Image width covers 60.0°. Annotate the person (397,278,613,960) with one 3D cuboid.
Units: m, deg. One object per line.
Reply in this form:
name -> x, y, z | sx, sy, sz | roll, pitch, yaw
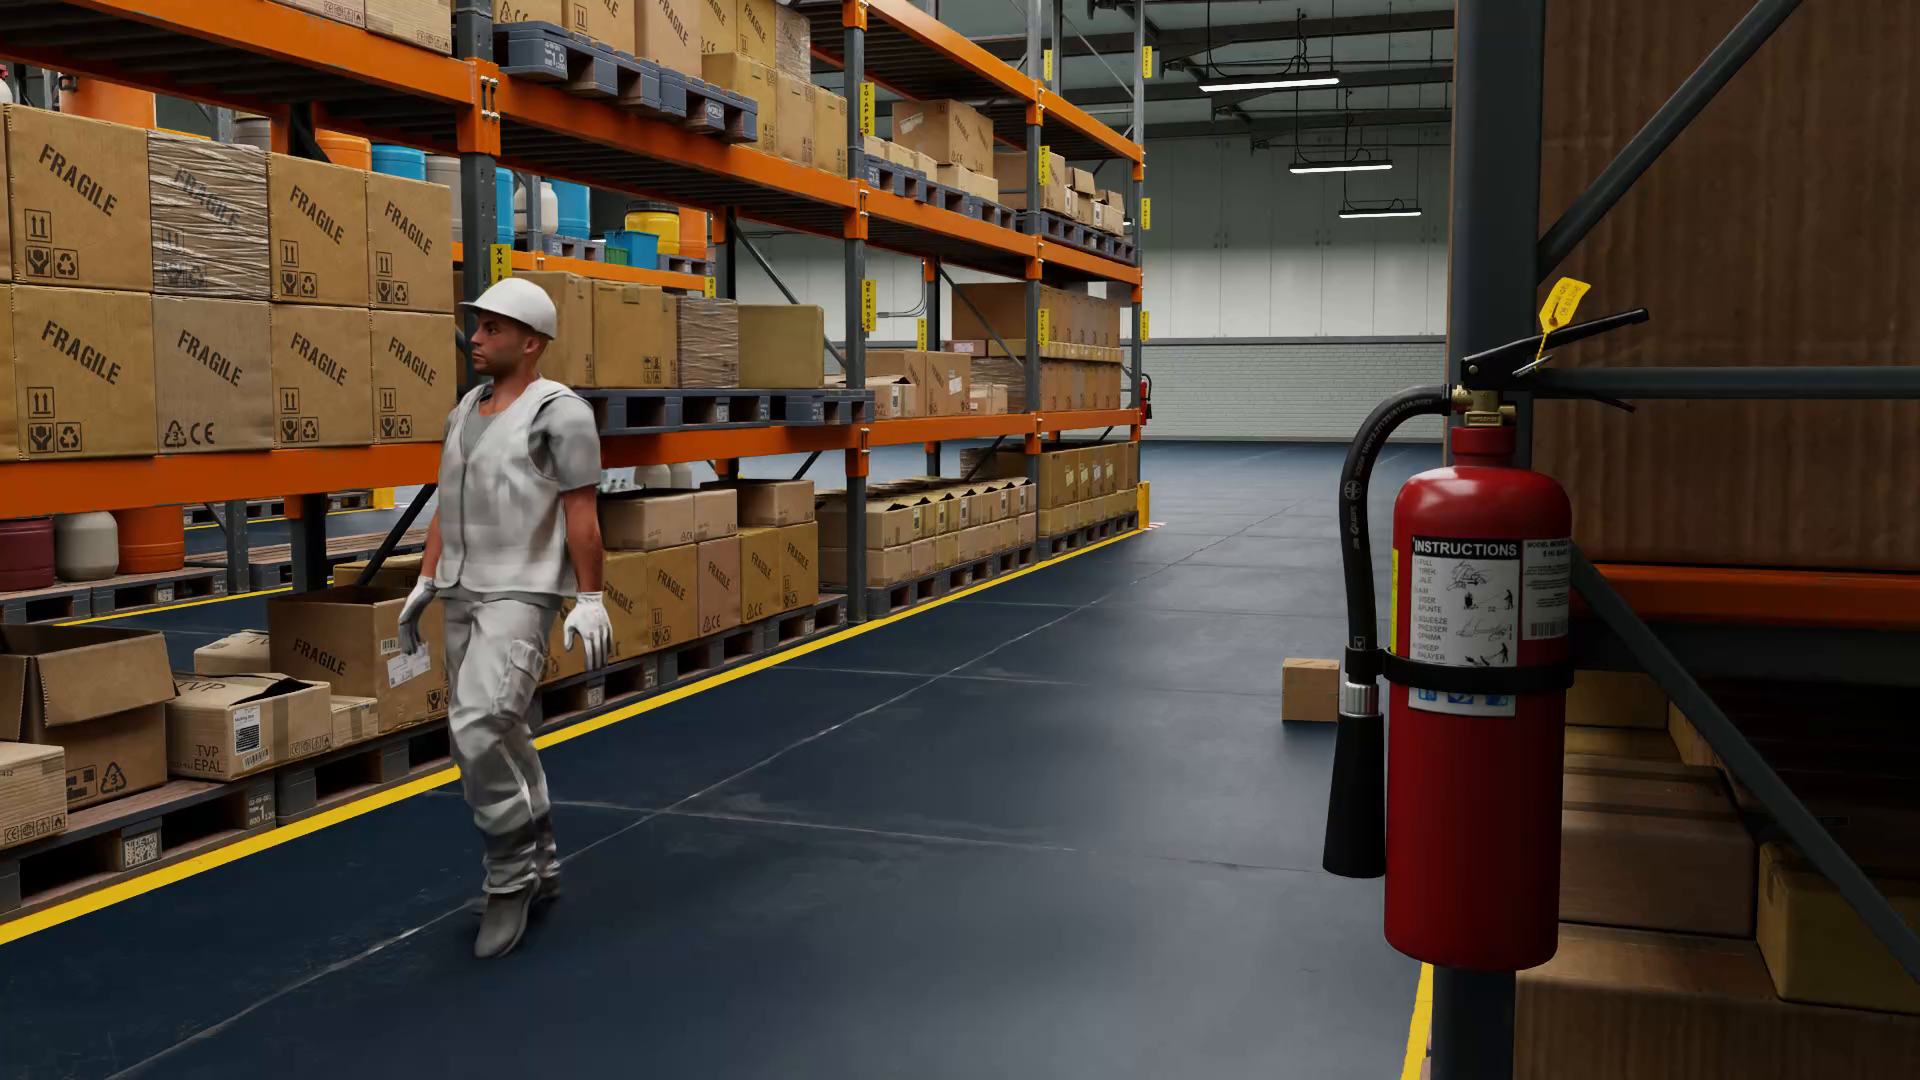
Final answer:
person -> -1.276, 0.203, 4.545 | 0.589, 1.833, 0.501 | 4, 6, 35
